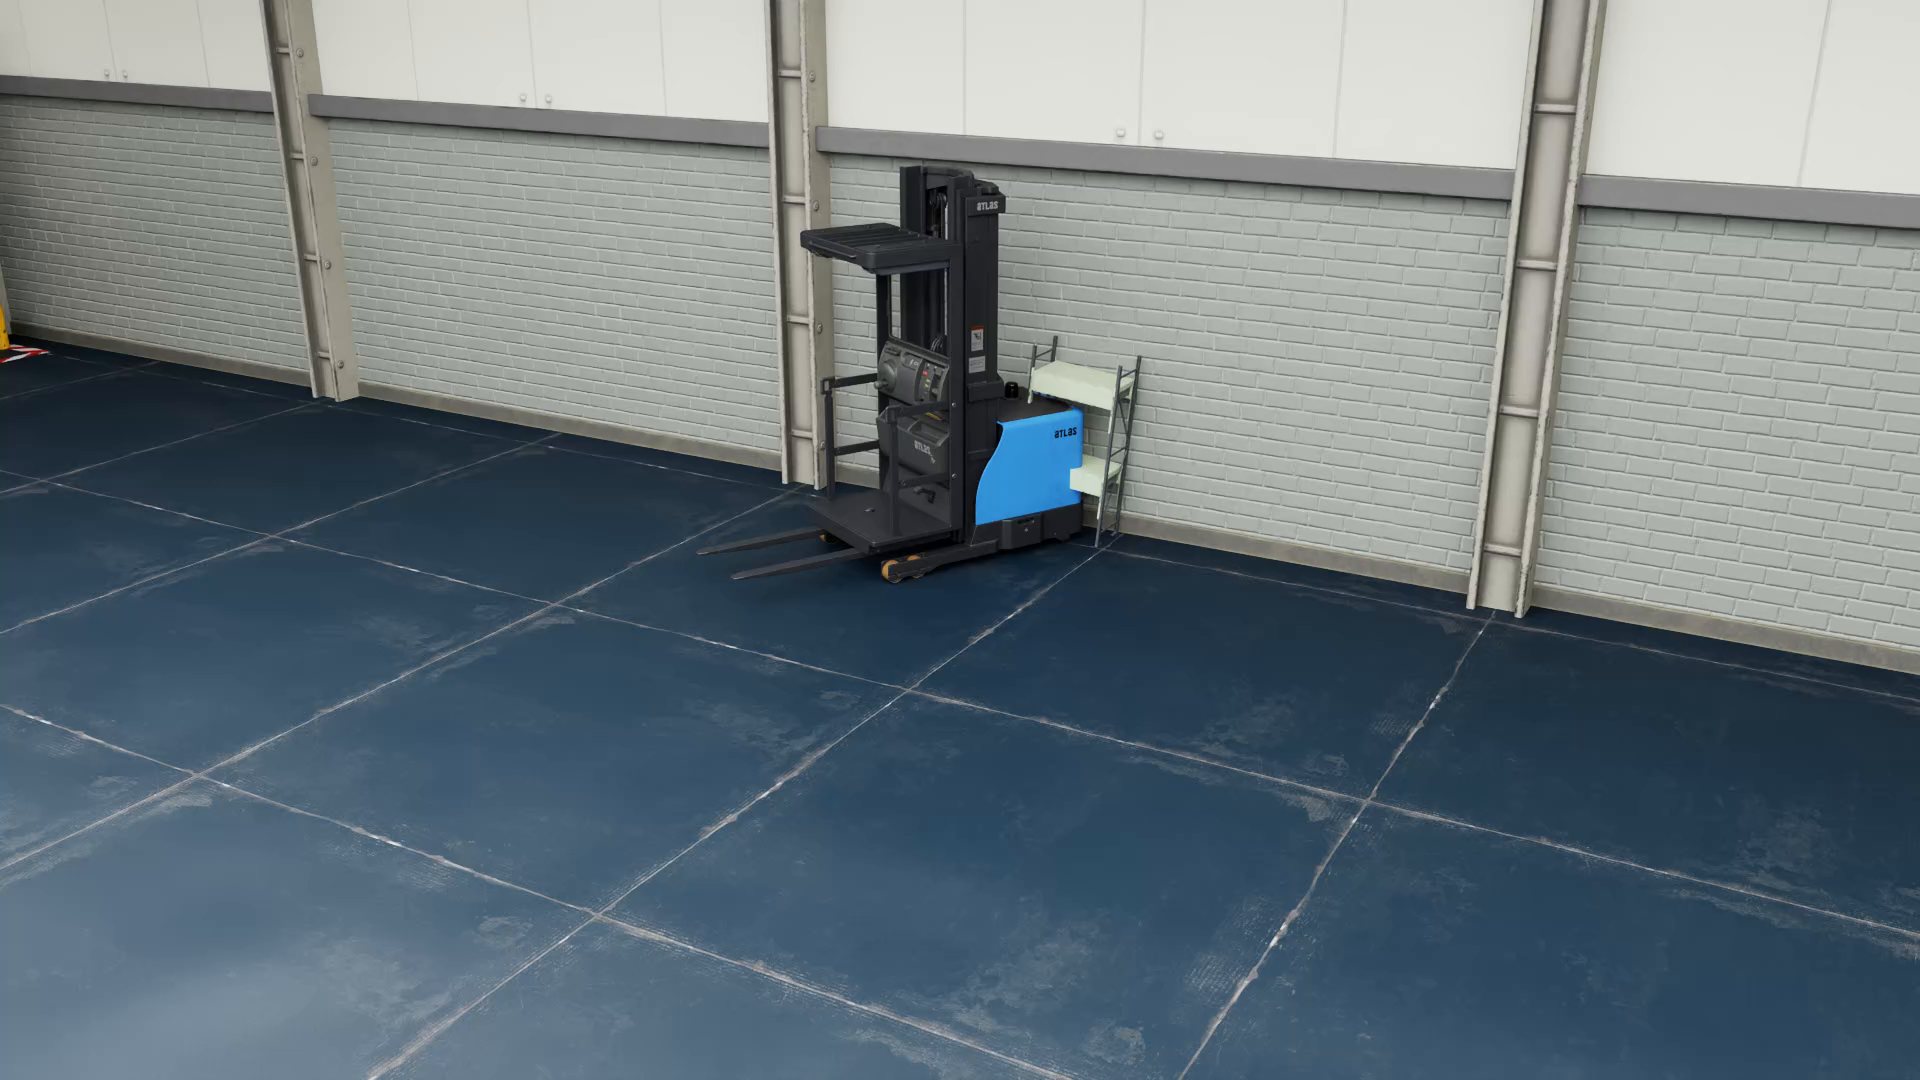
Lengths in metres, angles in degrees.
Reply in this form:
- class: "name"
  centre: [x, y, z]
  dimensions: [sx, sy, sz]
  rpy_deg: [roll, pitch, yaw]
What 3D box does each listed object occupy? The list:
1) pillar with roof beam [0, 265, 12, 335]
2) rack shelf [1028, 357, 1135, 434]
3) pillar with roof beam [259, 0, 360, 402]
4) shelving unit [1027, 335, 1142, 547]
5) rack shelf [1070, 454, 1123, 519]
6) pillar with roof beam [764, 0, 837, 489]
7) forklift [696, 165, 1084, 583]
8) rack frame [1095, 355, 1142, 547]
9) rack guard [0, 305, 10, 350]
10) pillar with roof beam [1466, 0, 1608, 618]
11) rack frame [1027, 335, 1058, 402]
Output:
- class: "pillar with roof beam"
  centre: [-13.910, -5.465, 15.234]
  dimensions: [0.400, 9.000, 9.100]
  rpy_deg: [11, 23, 27]
- class: "rack shelf"
  centre: [0.960, -1.146, 13.088]
  dimensions: [0.720, 0.370, 0.431]
  rpy_deg: [17, 25, 25]
- class: "pillar with roof beam"
  centre: [-8.672, -4.467, 12.483]
  dimensions: [0.400, 9.000, 9.100]
  rpy_deg: [11, 23, 27]
- class: "shelving unit"
  centre: [0.925, -0.787, 13.239]
  dimensions: [0.755, 1.500, 0.431]
  rpy_deg: [17, 25, 25]
- class: "rack shelf"
  centre: [0.896, -0.488, 13.365]
  dimensions: [0.720, 0.370, 0.431]
  rpy_deg: [17, 25, 25]
- class: "pillar with roof beam"
  centre: [-3.434, -3.469, 9.733]
  dimensions: [0.400, 9.000, 9.100]
  rpy_deg: [11, 23, 27]
- class: "forklift"
  centre: [-0.530, -1.262, 12.546]
  dimensions: [3.031, 2.935, 1.130]
  rpy_deg: [-12, 23, -31]
- class: "rack frame"
  centre: [1.243, -0.692, 13.084]
  dimensions: [0.023, 1.500, 0.400]
  rpy_deg: [17, 25, 25]
- class: "rack guard"
  centre: [-11.621, -2.363, 19.147]
  dimensions: [0.348, 0.500, 1.175]
  rpy_deg: [11, 23, 27]
- class: "pillar with roof beam"
  centre: [1.804, -2.471, 6.982]
  dimensions: [0.400, 9.000, 9.100]
  rpy_deg: [11, 23, 27]
- class: "rack frame"
  centre: [0.607, -0.883, 13.393]
  dimensions: [0.023, 1.500, 0.400]
  rpy_deg: [17, 25, 25]
